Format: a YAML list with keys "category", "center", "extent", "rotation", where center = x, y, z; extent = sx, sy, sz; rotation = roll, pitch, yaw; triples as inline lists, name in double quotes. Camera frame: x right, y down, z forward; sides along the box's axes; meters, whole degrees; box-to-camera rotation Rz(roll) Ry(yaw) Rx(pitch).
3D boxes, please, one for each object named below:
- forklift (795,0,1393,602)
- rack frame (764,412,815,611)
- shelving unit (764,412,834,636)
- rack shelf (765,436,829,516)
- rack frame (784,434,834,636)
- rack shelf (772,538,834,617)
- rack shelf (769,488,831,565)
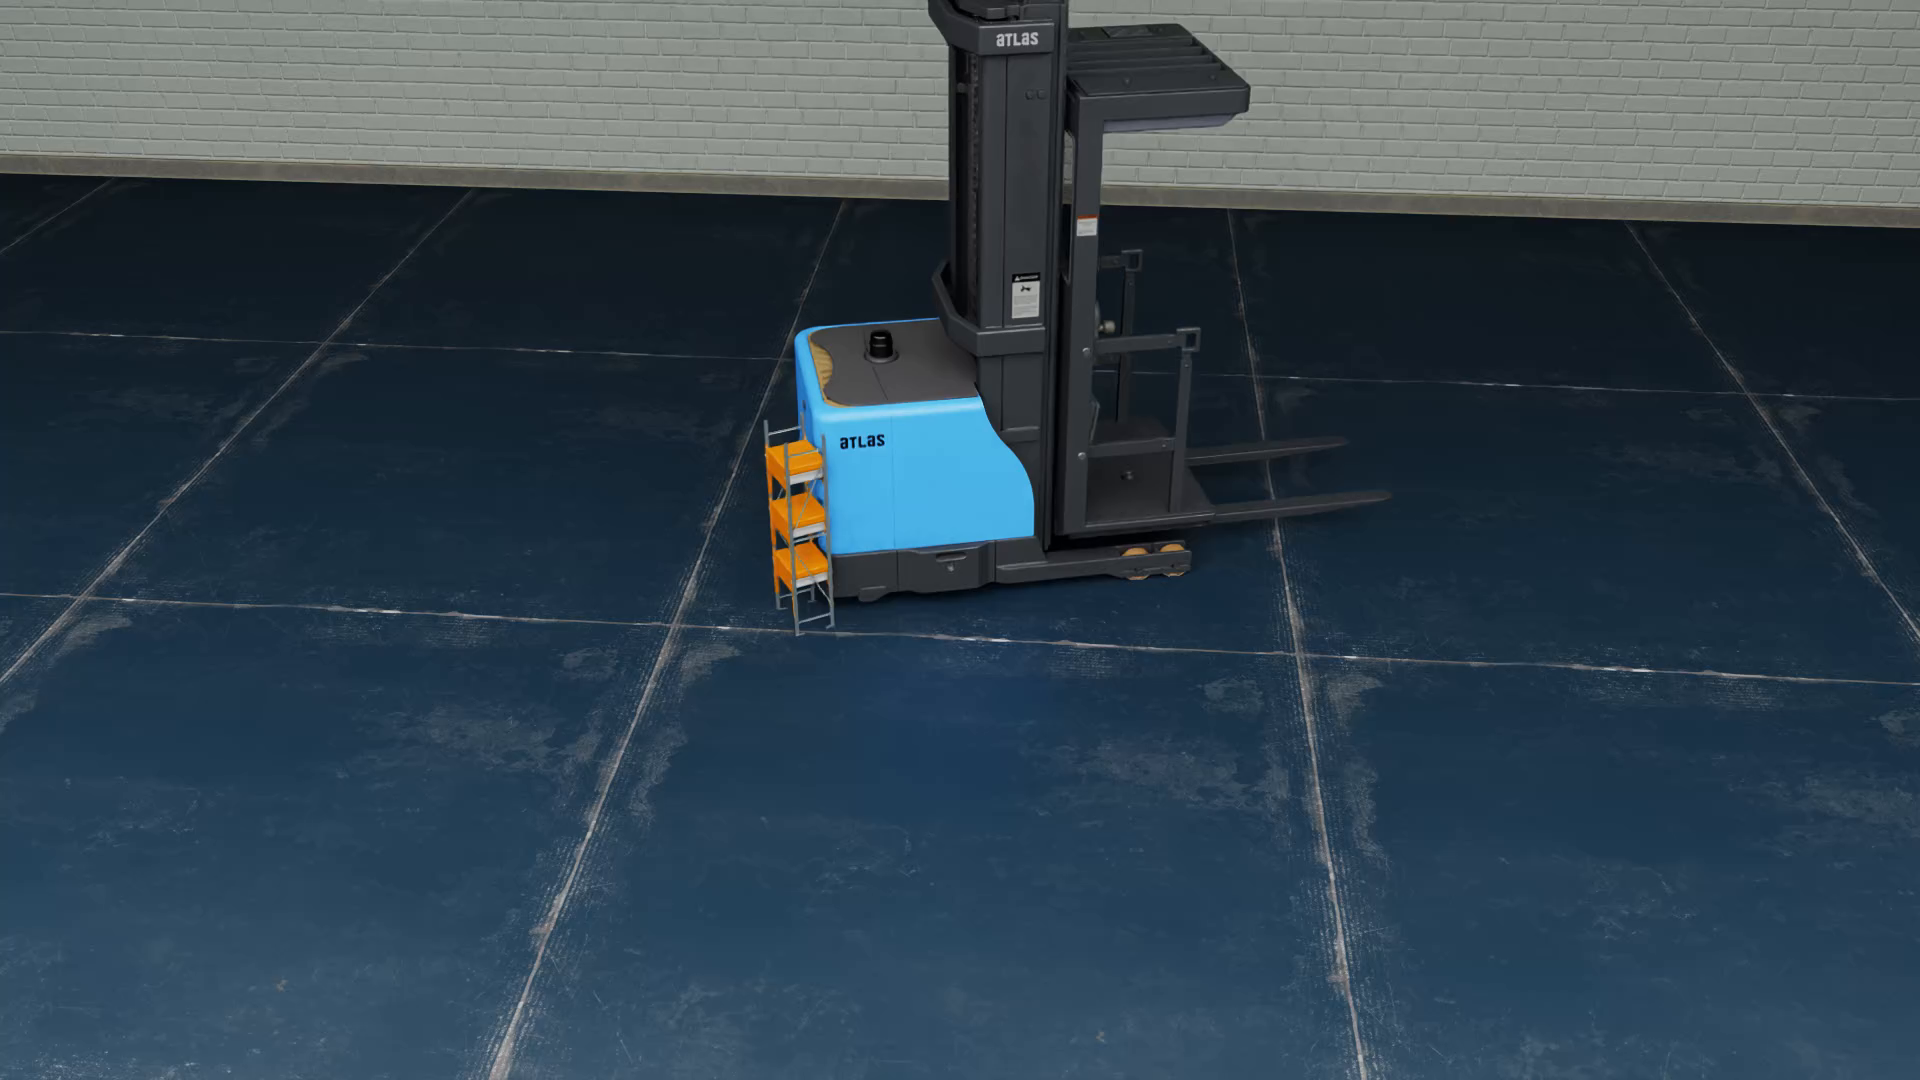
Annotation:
- category: "forklift"
  center: [0.715, -1.310, 8.081]
  extent: [3.031, 2.935, 1.130]
  rotation: [-6, 32, -9]
- category: "rack frame"
  center: [-0.812, -0.124, 7.950]
  extent: [0.200, 1.050, 0.008]
  rotation: [-15, 35, -23]
- category: "shelving unit"
  center: [-0.756, -0.067, 7.857]
  extent: [0.215, 1.050, 0.252]
  rotation: [-15, 35, -23]
- category: "rack shelf"
  center: [-0.756, -0.299, 7.714]
  extent: [0.215, 0.259, 0.240]
  rotation: [-15, 35, -23]
- category: "rack frame"
  center: [-0.700, -0.010, 7.765]
  extent: [0.200, 1.050, 0.008]
  rotation: [-15, 35, -23]
- category: "rack shelf"
  center: [-0.756, 0.179, 8.009]
  extent: [0.215, 0.259, 0.240]
  rotation: [-15, 35, -23]
- category: "rack shelf"
  center: [-0.756, -0.058, 7.863]
  extent: [0.215, 0.259, 0.240]
  rotation: [-15, 35, -23]
